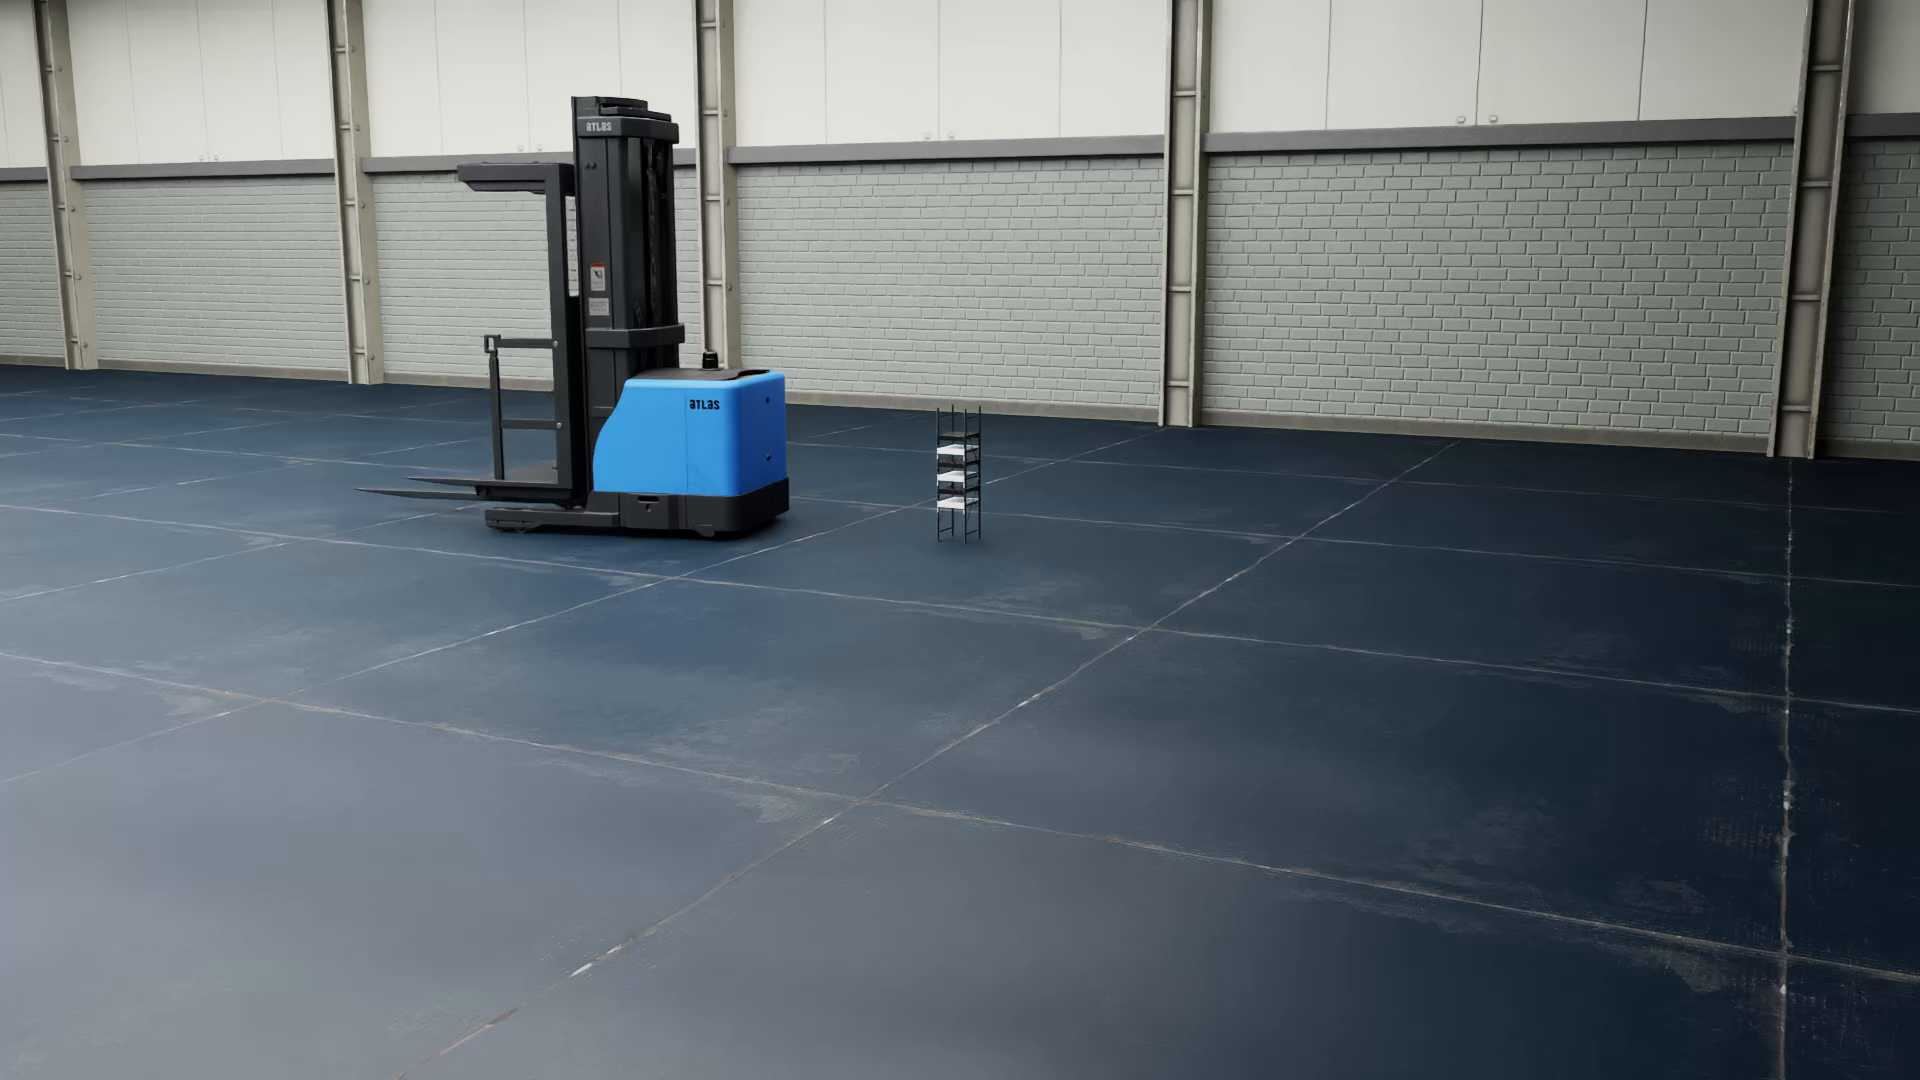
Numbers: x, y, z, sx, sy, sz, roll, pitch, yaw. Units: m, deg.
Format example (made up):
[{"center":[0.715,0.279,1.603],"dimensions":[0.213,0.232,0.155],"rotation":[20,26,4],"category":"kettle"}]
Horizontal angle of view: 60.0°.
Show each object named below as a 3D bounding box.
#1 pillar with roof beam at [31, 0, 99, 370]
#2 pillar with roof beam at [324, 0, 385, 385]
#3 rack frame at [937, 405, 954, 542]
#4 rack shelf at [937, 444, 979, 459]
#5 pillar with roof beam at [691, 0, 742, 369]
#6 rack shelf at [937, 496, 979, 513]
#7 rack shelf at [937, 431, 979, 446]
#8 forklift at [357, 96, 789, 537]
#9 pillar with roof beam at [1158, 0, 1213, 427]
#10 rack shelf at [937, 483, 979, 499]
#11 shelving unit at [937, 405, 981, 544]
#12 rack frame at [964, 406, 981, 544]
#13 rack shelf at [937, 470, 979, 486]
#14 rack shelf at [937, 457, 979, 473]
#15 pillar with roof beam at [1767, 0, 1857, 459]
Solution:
[{"center":[-15.639,-6.421,21.442],"dimensions":[0.400,9.000,9.100],"rotation":[5,11,26],"category":"pillar with roof beam"},{"center":[-10.259,-5.948,18.829],"dimensions":[0.400,9.000,9.100],"rotation":[5,11,26],"category":"pillar with roof beam"},{"center":[-0.098,-0.451,11.198],"dimensions":[0.006,0.900,0.240],"rotation":[5,11,26],"category":"rack frame"},{"center":[-0.007,-0.588,11.127],"dimensions":[0.200,0.077,0.258],"rotation":[5,11,26],"category":"rack shelf"},{"center":[-4.878,-5.476,16.217],"dimensions":[0.400,9.000,9.100],"rotation":[5,11,26],"category":"pillar with roof beam"},{"center":[-0.007,-0.234,11.192],"dimensions":[0.200,0.077,0.258],"rotation":[5,11,26],"category":"rack shelf"},{"center":[-0.007,-0.676,11.111],"dimensions":[0.200,0.077,0.258],"rotation":[5,11,26],"category":"rack shelf"},{"center":[-2.809,-1.580,11.730],"dimensions":[3.031,2.935,1.130],"rotation":[3,11,14],"category":"forklift"},{"center":[0.503,-5.003,13.604],"dimensions":[0.400,9.000,9.100],"rotation":[5,11,26],"category":"pillar with roof beam"},{"center":[-0.007,-0.322,11.176],"dimensions":[0.200,0.077,0.258],"rotation":[5,11,26],"category":"rack shelf"},{"center":[-0.007,-0.443,11.154],"dimensions":[0.210,0.900,0.258],"rotation":[5,11,26],"category":"shelving unit"},{"center":[0.084,-0.435,11.109],"dimensions":[0.006,0.900,0.240],"rotation":[5,11,26],"category":"rack frame"},{"center":[-0.007,-0.411,11.160],"dimensions":[0.200,0.077,0.258],"rotation":[5,11,26],"category":"rack shelf"},{"center":[-0.007,-0.499,11.144],"dimensions":[0.200,0.077,0.258],"rotation":[5,11,26],"category":"rack shelf"},{"center":[5.883,-4.530,10.992],"dimensions":[0.400,9.000,9.100],"rotation":[5,11,26],"category":"pillar with roof beam"}]
